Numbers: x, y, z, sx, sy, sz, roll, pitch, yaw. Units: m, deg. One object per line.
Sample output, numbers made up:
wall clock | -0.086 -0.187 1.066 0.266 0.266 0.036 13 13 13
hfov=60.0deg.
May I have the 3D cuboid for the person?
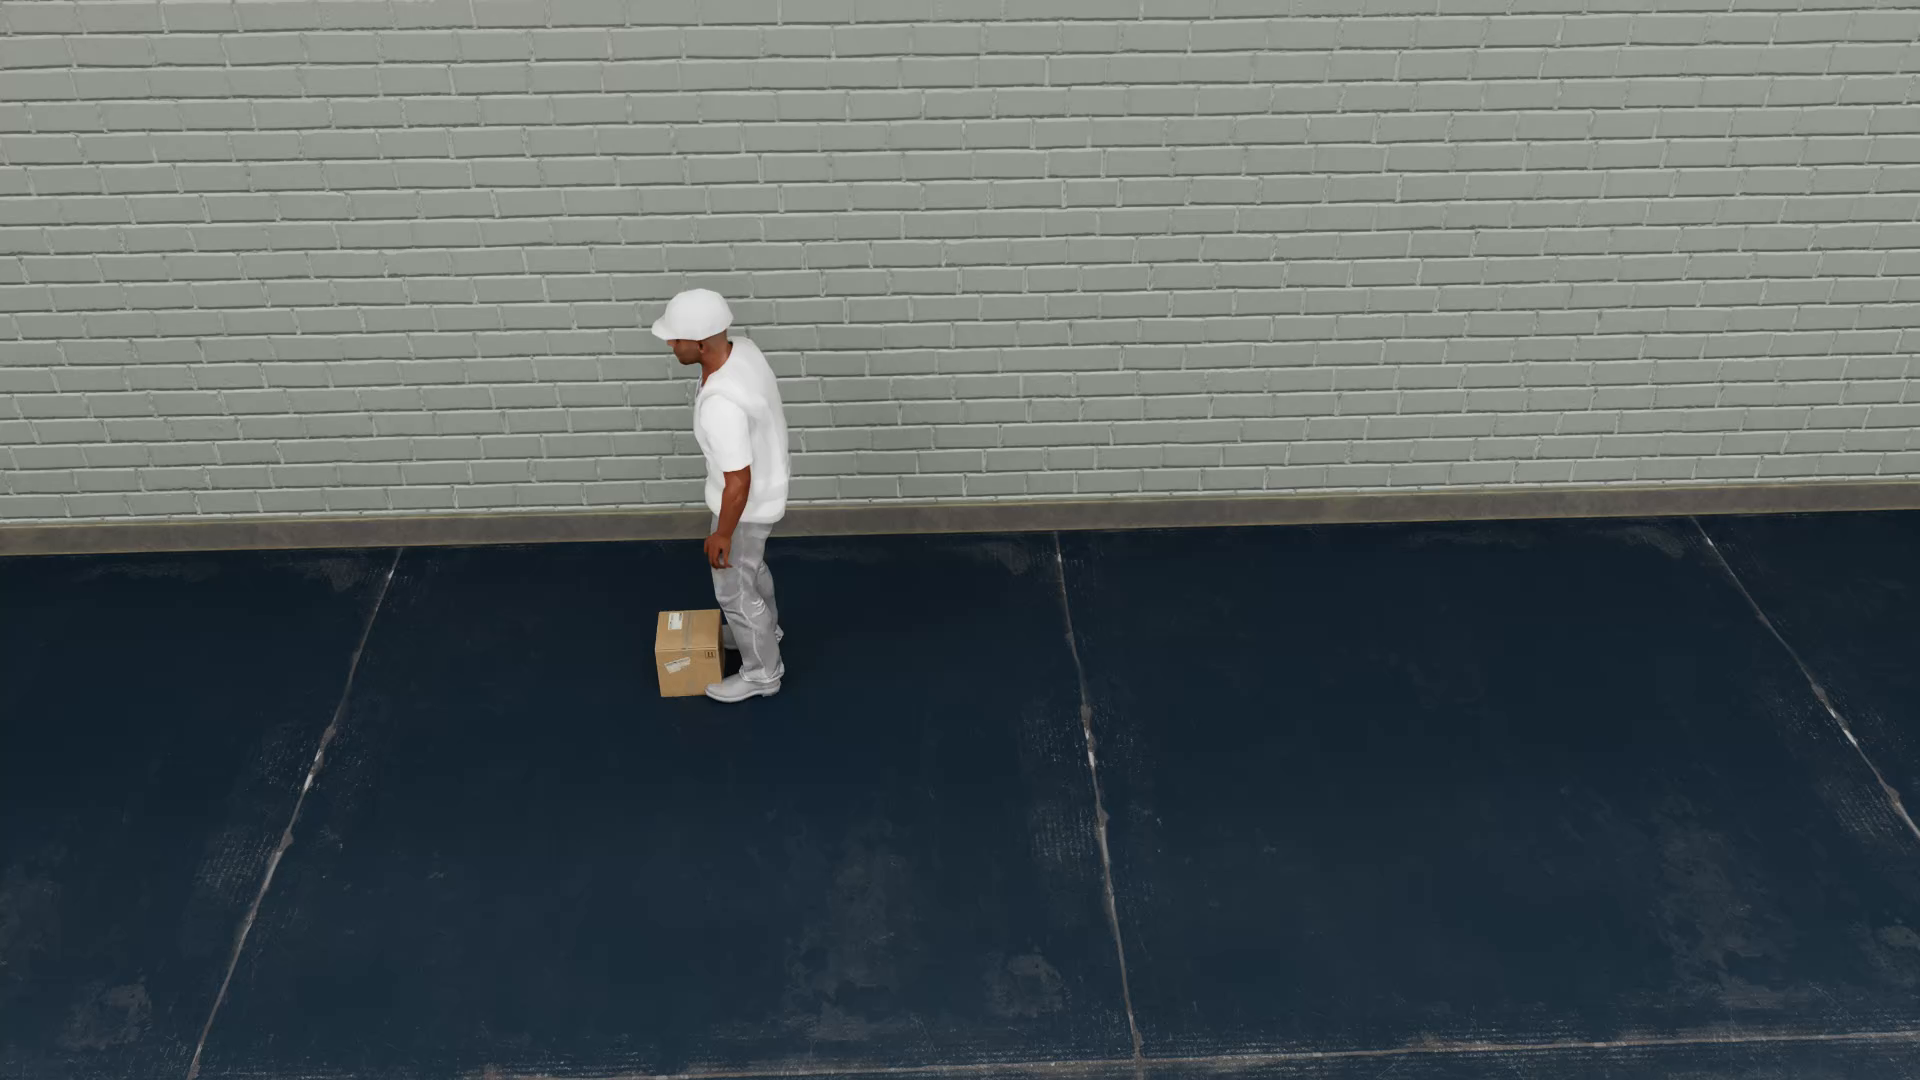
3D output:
person | -0.872 -0.172 6.374 0.456 1.761 0.628 -1 35 -2
